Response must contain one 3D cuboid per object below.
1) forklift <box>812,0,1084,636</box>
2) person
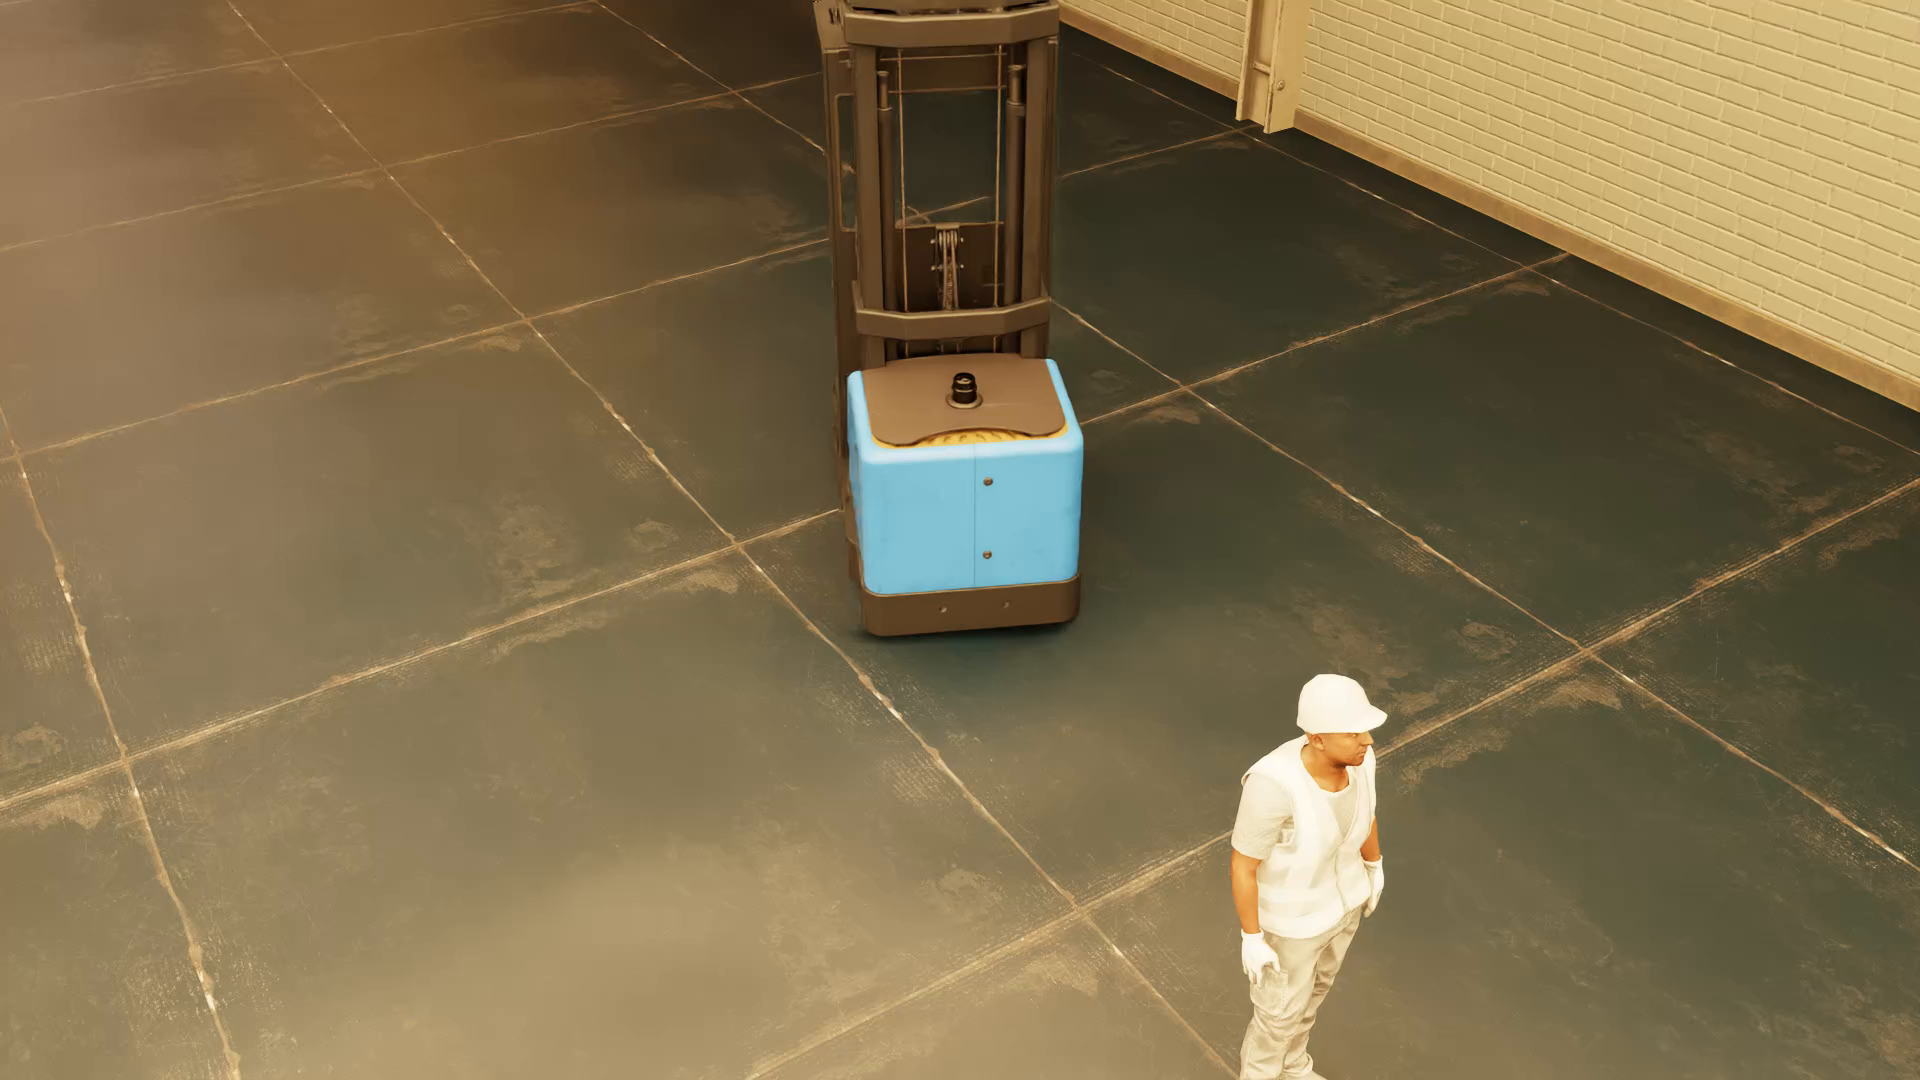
[{"bbox_3d":[-0.125,-1.576,8.391,1.130,2.935,3.031,-4,35,-6],"label":"forklift"},{"bbox_3d":[1.179,1.225,5.389,0.657,1.784,0.576,-25,42,-31],"label":"person"}]
